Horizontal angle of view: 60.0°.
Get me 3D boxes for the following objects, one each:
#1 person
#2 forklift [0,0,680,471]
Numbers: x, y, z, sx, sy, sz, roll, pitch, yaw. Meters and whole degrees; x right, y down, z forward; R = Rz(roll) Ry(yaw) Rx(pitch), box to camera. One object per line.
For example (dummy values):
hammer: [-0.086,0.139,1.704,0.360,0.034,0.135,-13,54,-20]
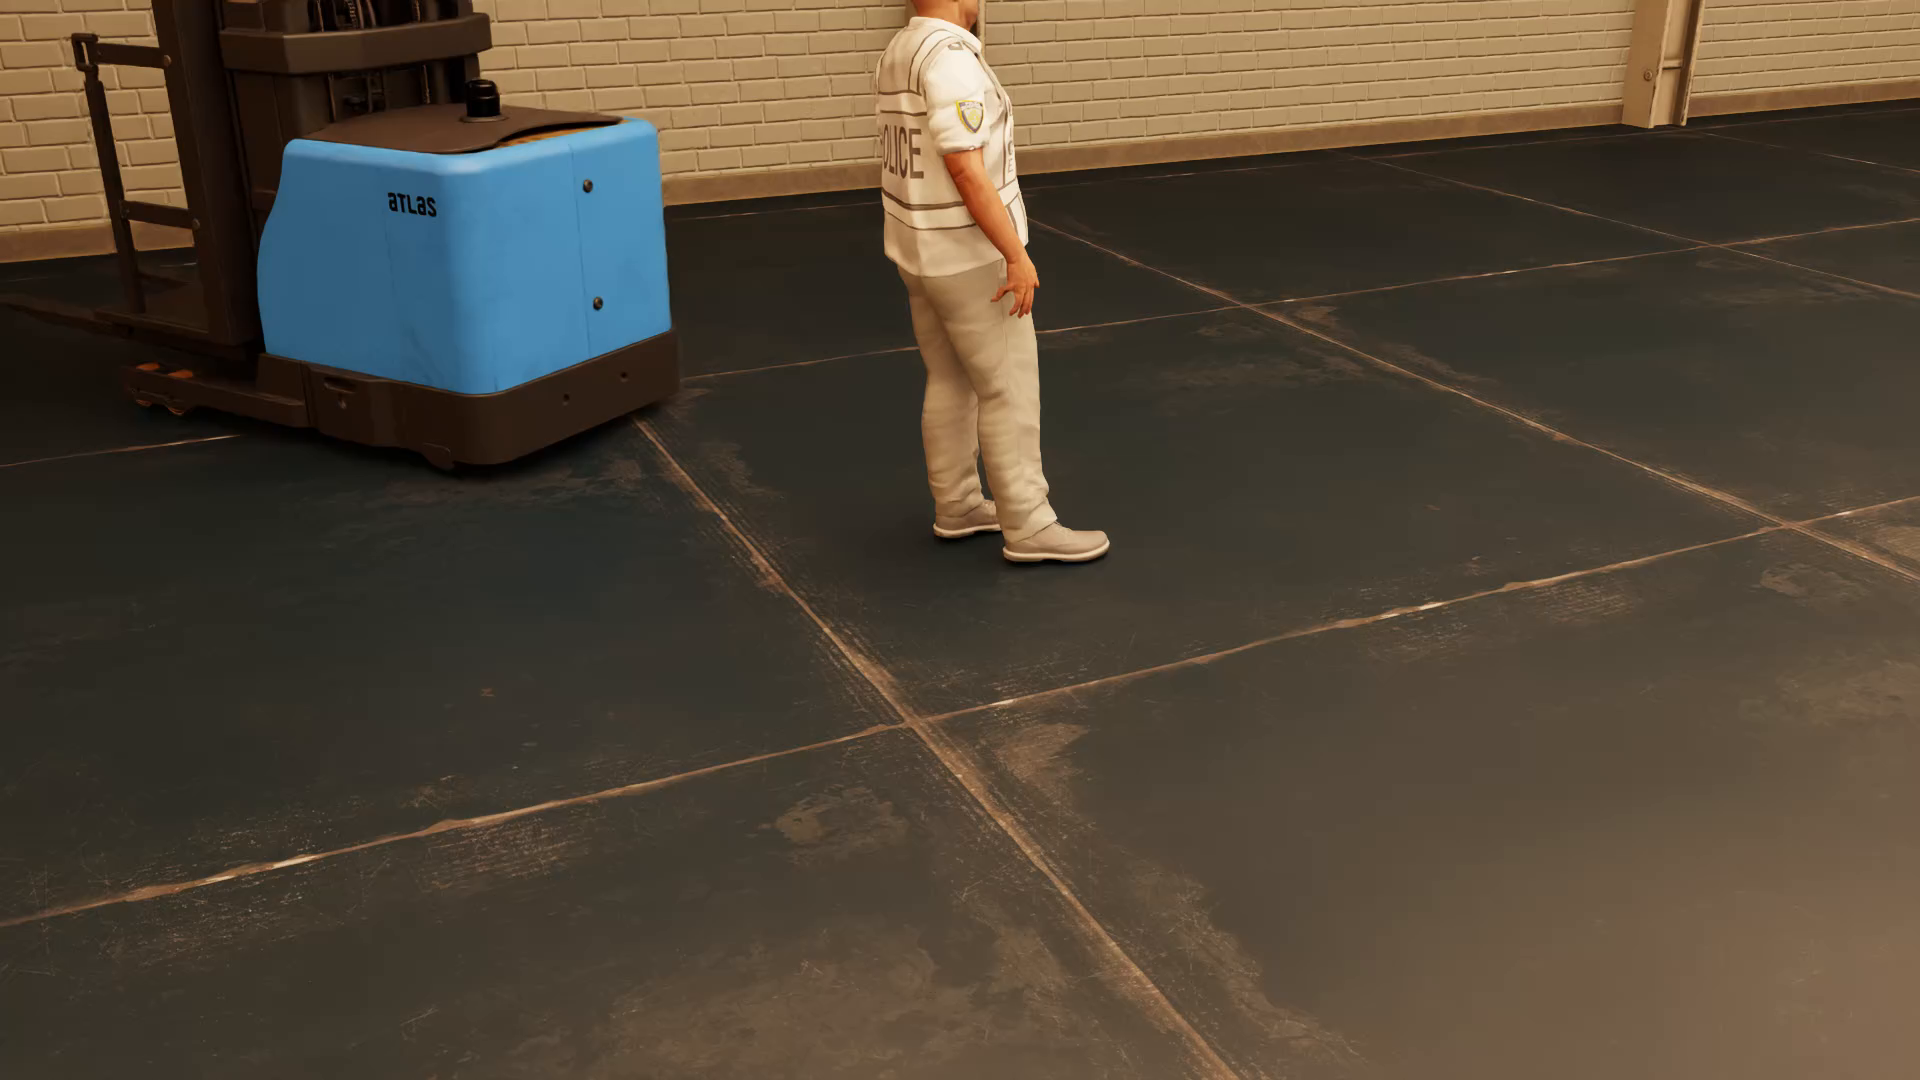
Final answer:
person: [0.075,-0.838,4.782,0.575,1.781,0.640,-10,25,-23]
forklift: [-2.594,-1.984,6.062,3.031,2.935,1.130,12,26,27]
